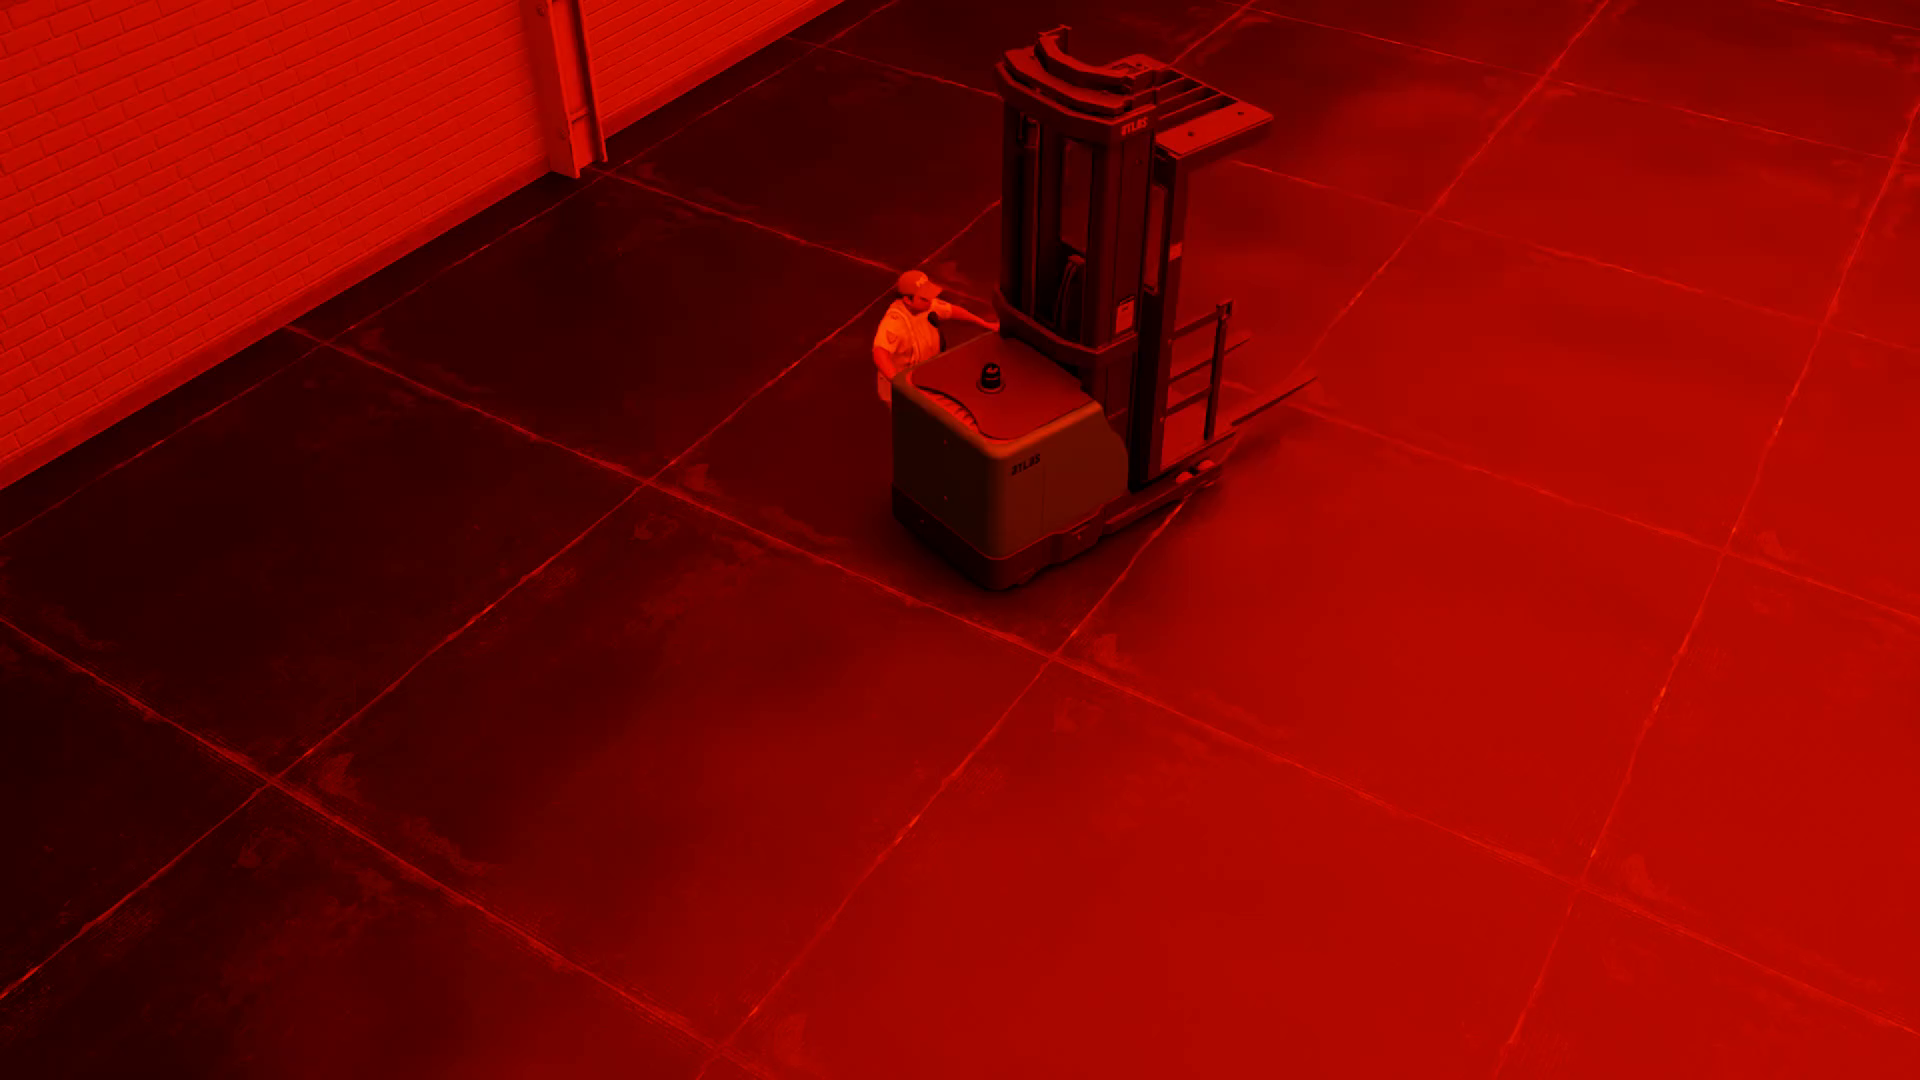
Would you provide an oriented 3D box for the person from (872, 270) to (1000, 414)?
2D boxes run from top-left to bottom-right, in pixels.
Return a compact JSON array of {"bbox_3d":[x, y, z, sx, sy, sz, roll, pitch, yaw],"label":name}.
[{"bbox_3d":[-0.095,-0.957,10.249,0.824,1.428,0.900,13,42,15],"label":"person"}]

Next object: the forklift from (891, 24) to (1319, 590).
[{"bbox_3d":[1.041,-1.622,9.881,3.031,2.935,1.130,-28,48,-29],"label":"forklift"}]
